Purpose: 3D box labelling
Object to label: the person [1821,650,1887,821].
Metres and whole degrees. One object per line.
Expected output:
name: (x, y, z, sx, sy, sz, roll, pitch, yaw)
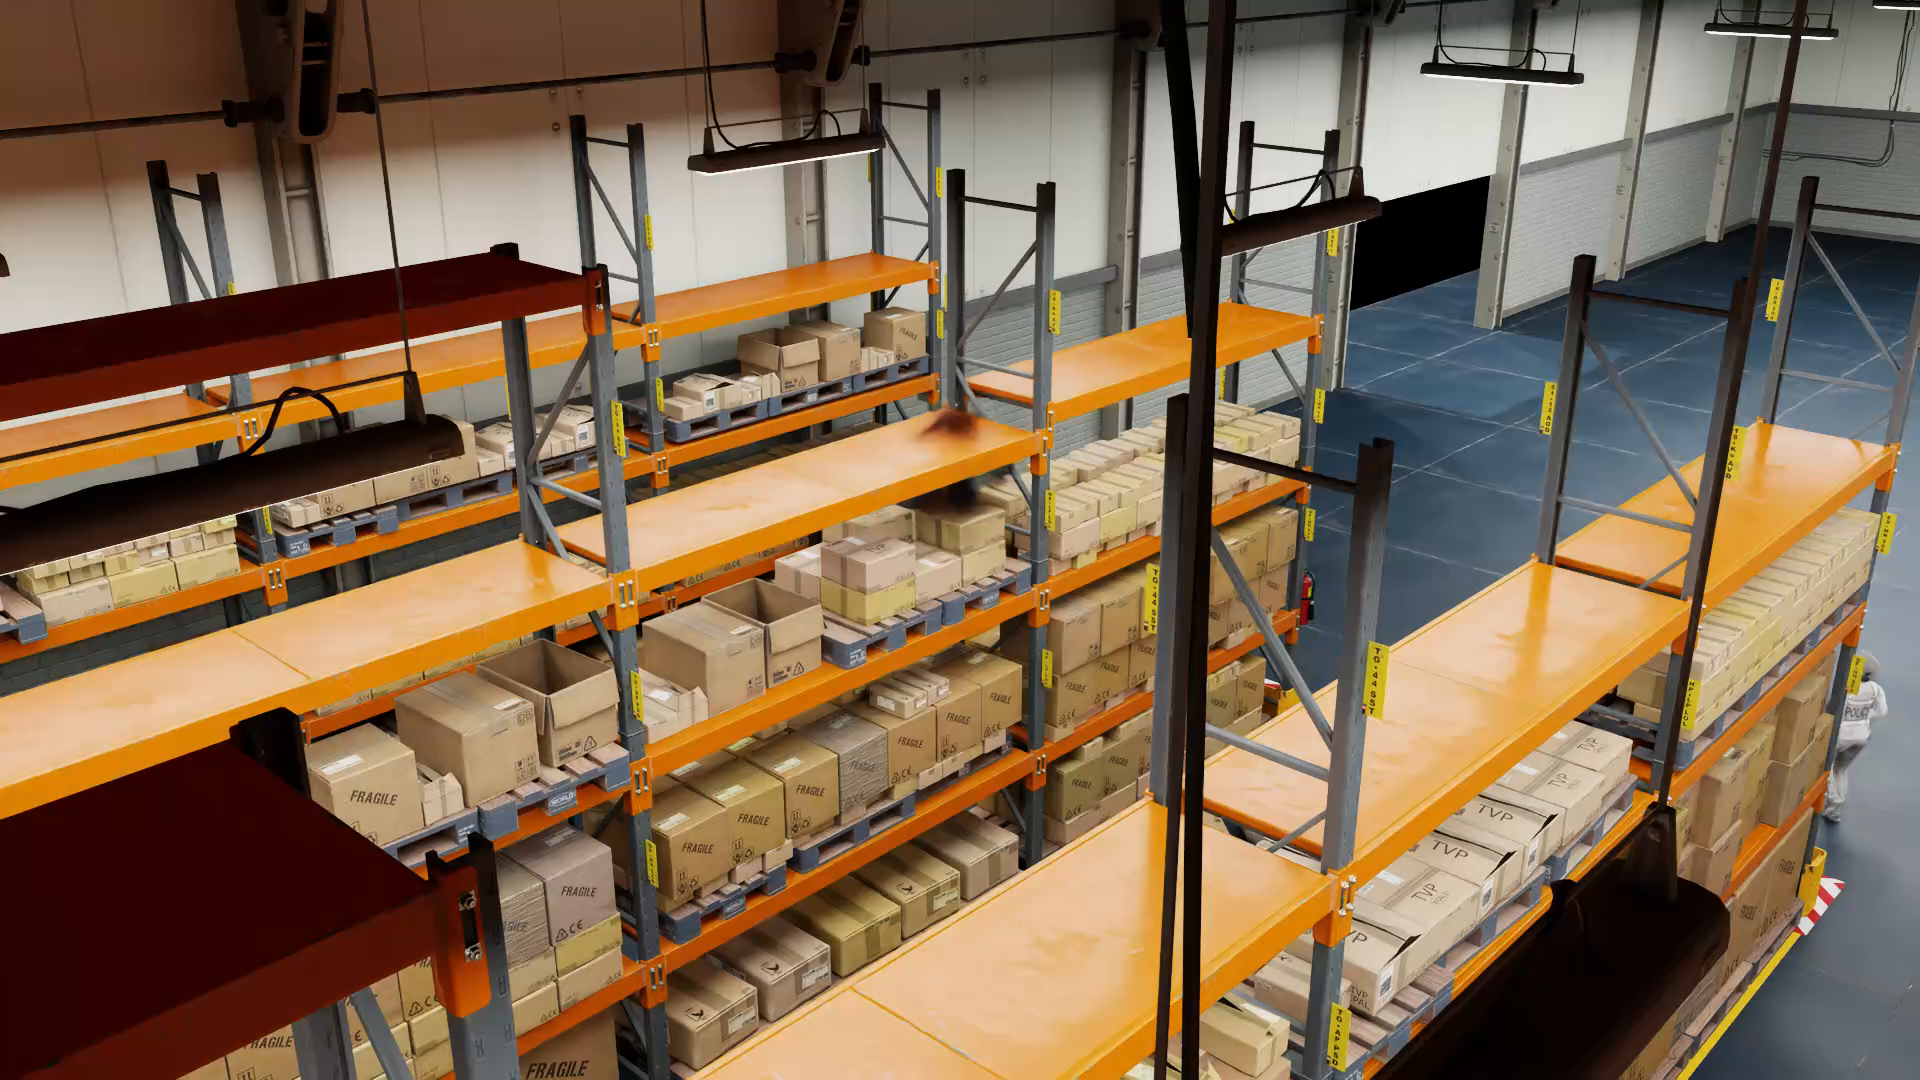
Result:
person: (8.070, 1.773, 15.180, 0.643, 1.674, 0.542, -2, 21, -4)
